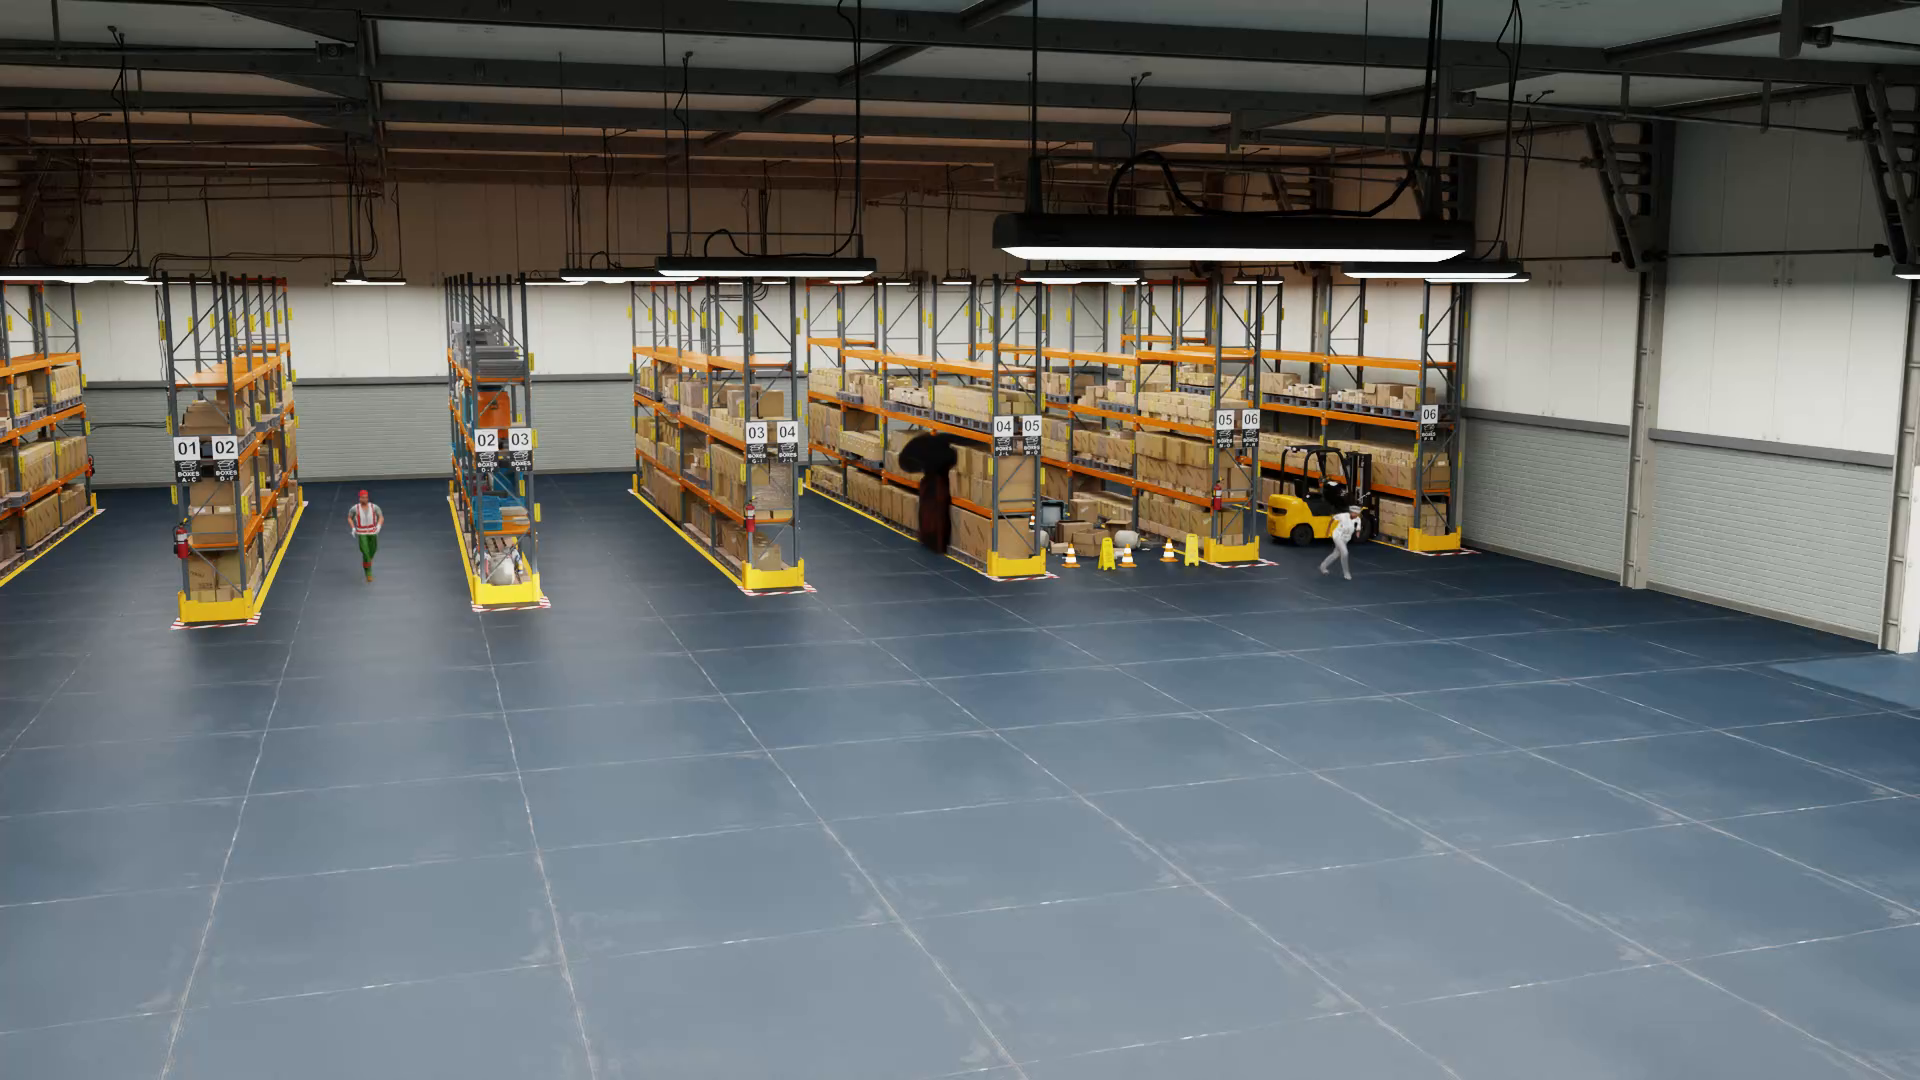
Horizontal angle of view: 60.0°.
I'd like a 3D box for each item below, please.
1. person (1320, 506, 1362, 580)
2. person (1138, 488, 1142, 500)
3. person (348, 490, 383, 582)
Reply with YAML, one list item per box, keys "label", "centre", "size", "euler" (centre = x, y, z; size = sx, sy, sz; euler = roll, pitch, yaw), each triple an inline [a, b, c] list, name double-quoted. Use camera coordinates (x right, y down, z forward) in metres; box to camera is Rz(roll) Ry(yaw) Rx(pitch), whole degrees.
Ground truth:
- label: "person"
  centre: [7.599, 0.000, 33.085]
  size: [0.540, 1.468, 1.053]
  euler: [-4, 9, -24]
- label: "person"
  centre: [4.849, -1.601, 43.349]
  size: [0.598, 1.591, 0.930]
  euler: [-4, 10, -27]
- label: "person"
  centre: [-11.755, -0.106, 32.928]
  size: [0.659, 1.803, 0.822]
  euler: [-4, 10, -26]
